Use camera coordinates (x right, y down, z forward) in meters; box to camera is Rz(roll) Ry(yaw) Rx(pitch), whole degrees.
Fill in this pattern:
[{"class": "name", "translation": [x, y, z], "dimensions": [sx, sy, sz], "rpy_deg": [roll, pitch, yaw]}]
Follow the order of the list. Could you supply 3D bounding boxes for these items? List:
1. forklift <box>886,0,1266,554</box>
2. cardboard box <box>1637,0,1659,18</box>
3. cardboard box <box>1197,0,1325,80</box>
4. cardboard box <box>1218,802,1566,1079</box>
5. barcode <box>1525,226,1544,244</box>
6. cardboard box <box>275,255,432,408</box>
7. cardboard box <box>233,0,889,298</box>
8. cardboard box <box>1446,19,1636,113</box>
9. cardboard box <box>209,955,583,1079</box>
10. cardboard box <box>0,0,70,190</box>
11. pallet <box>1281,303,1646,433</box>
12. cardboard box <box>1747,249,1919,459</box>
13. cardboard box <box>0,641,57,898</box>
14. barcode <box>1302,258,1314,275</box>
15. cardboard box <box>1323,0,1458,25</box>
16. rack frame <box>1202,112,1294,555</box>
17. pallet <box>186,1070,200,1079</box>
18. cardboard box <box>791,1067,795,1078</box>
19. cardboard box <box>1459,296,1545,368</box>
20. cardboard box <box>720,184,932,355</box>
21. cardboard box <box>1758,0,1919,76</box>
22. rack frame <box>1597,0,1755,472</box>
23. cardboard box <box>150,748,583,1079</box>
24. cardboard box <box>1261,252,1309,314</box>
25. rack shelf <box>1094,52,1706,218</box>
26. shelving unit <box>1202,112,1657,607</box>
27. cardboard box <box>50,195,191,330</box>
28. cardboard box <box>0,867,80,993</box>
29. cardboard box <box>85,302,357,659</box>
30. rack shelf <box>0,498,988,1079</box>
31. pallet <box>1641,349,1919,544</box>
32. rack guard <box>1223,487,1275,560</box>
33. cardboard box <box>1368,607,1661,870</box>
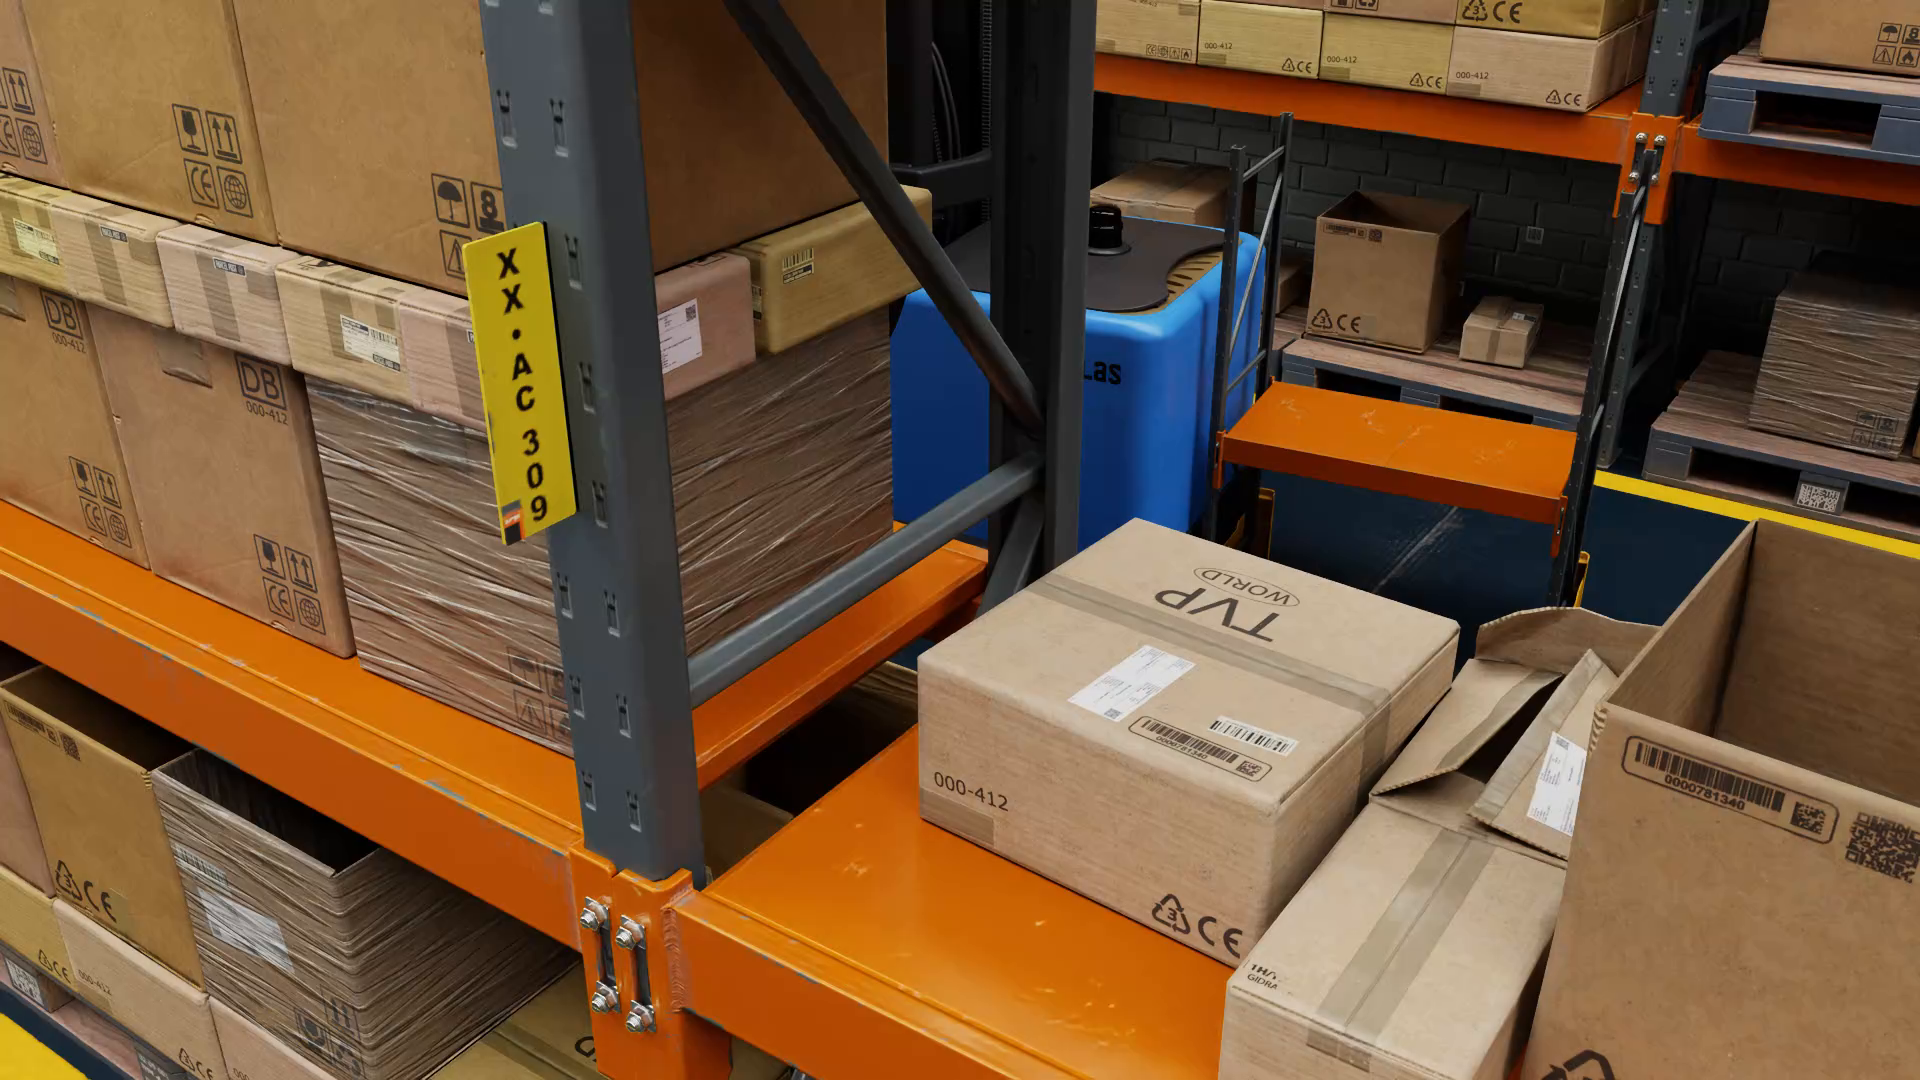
[{"class": "forklift", "translation": [-0.562, -1.434, 5.337], "dimensions": [3.031, 2.935, 1.130], "rpy_deg": [13, 30, 24]}, {"class": "cardboard box", "translation": [2.396, -2.271, 6.223], "dimensions": [0.500, 0.500, 0.500], "rpy_deg": [16, 31, 29]}, {"class": "cardboard box", "translation": [1.273, -2.001, 6.518], "dimensions": [0.500, 0.250, 0.500], "rpy_deg": [17, 32, 30]}, {"class": "cardboard box", "translation": [0.478, 0.473, 1.791], "dimensions": [0.250, 0.149, 0.380], "rpy_deg": [17, 32, 30]}, {"class": "barcode", "translation": [2.356, -1.249, 6.816], "dimensions": [0.075, 0.075, 0.001], "rpy_deg": [17, 32, 30]}, {"class": "cardboard box", "translation": [-0.685, -0.331, 2.268], "dimensions": [0.250, 0.149, 0.380], "rpy_deg": [17, 31, 29]}, {"class": "cardboard box", "translation": [-0.506, -0.678, 2.234], "dimensions": [0.500, 0.500, 0.700], "rpy_deg": [17, 32, 31]}, {"class": "cardboard box", "translation": [2.103, -1.747, 6.018], "dimensions": [0.500, 0.250, 0.500], "rpy_deg": [17, 32, 30]}, {"class": "cardboard box", "translation": [-1.049, 0.925, 3.193], "dimensions": [0.500, 0.250, 0.500], "rpy_deg": [17, 32, 30]}, {"class": "cardboard box", "translation": [-1.336, -0.936, 2.741], "dimensions": [0.500, 0.500, 0.700], "rpy_deg": [17, 32, 30]}, {"class": "pallet", "translation": [2.091, -0.713, 6.918], "dimensions": [1.213, 0.211, 1.003], "rpy_deg": [17, 32, 30]}, {"class": "cardboard box", "translation": [3.281, -0.696, 6.081], "dimensions": [0.500, 0.500, 0.700], "rpy_deg": [19, 32, 32]}, {"class": "cardboard box", "translation": [-1.883, 0.341, 3.515], "dimensions": [0.500, 0.500, 0.500], "rpy_deg": [17, 32, 30]}, {"class": "barcode", "translation": [1.544, -1.209, 7.353], "dimensions": [0.075, 0.075, 0.001], "rpy_deg": [17, 32, 30]}, {"class": "cardboard box", "translation": [1.685, -2.204, 6.091], "dimensions": [0.500, 0.500, 0.500], "rpy_deg": [17, 32, 30]}, {"class": "rack frame", "translation": [0.866, -0.503, 5.084], "dimensions": [0.032, 1.500, 0.500], "rpy_deg": [13, 30, 24]}, {"class": "pallet", "translation": [-0.769, 1.079, 3.396], "dimensions": [1.213, 0.211, 1.003], "rpy_deg": [17, 32, 30]}, {"class": "cardboard box", "translation": [-0.347, 0.862, 3.317], "dimensions": [0.500, 0.250, 0.500], "rpy_deg": [17, 32, 30]}, {"class": "cardboard box", "translation": [2.207, -0.856, 6.763], "dimensions": [0.250, 0.166, 0.380], "rpy_deg": [13, 30, 24]}, {"class": "cardboard box", "translation": [-0.249, -0.418, 2.440], "dimensions": [0.250, 0.149, 0.380], "rpy_deg": [17, 32, 30]}, {"class": "cardboard box", "translation": [3.065, -1.894, 5.568], "dimensions": [0.500, 0.500, 0.700], "rpy_deg": [17, 32, 30]}, {"class": "rack frame", "translation": [2.665, -1.796, 5.973], "dimensions": [0.127, 3.000, 1.000], "rpy_deg": [17, 32, 30]}, {"class": "cardboard box", "translation": [-1.048, 0.591, 3.024], "dimensions": [0.500, 0.500, 0.500], "rpy_deg": [17, 32, 30]}, {"class": "cardboard box", "translation": [1.358, -1.140, 7.341], "dimensions": [0.250, 0.149, 0.380], "rpy_deg": [15, 30, 26]}, {"class": "rack shelf", "translation": [1.016, -1.989, 7.145], "dimensions": [4.000, 0.370, 1.077], "rpy_deg": [17, 32, 30]}, {"class": "shelving unit", "translation": [1.328, -0.397, 4.877], "dimensions": [1.083, 1.500, 0.587], "rpy_deg": [13, 30, 24]}, {"class": "cardboard box", "translation": [-1.119, -0.464, 2.530], "dimensions": [0.250, 0.149, 0.380], "rpy_deg": [17, 32, 30]}, {"class": "cardboard box", "translation": [-1.882, 0.674, 3.686], "dimensions": [0.500, 0.250, 0.500], "rpy_deg": [17, 32, 30]}, {"class": "cardboard box", "translation": [-0.944, -0.233, 2.790], "dimensions": [0.500, 0.500, 0.700], "rpy_deg": [17, 32, 30]}, {"class": "rack shelf", "translation": [-1.785, -0.136, 3.504], "dimensions": [4.000, 0.370, 1.077], "rpy_deg": [17, 32, 30]}, {"class": "pallet", "translation": [3.307, -0.354, 6.213], "dimensions": [1.213, 0.211, 1.003], "rpy_deg": [17, 32, 30]}, {"class": "rack guard", "translation": [0.883, 0.058, 5.360], "dimensions": [0.087, 0.250, 0.587], "rpy_deg": [13, 30, 24]}, {"class": "cardboard box", "translation": [0.692, 0.274, 2.053], "dimensions": [0.258, 0.266, 0.396], "rpy_deg": [16, 31, 29]}]
